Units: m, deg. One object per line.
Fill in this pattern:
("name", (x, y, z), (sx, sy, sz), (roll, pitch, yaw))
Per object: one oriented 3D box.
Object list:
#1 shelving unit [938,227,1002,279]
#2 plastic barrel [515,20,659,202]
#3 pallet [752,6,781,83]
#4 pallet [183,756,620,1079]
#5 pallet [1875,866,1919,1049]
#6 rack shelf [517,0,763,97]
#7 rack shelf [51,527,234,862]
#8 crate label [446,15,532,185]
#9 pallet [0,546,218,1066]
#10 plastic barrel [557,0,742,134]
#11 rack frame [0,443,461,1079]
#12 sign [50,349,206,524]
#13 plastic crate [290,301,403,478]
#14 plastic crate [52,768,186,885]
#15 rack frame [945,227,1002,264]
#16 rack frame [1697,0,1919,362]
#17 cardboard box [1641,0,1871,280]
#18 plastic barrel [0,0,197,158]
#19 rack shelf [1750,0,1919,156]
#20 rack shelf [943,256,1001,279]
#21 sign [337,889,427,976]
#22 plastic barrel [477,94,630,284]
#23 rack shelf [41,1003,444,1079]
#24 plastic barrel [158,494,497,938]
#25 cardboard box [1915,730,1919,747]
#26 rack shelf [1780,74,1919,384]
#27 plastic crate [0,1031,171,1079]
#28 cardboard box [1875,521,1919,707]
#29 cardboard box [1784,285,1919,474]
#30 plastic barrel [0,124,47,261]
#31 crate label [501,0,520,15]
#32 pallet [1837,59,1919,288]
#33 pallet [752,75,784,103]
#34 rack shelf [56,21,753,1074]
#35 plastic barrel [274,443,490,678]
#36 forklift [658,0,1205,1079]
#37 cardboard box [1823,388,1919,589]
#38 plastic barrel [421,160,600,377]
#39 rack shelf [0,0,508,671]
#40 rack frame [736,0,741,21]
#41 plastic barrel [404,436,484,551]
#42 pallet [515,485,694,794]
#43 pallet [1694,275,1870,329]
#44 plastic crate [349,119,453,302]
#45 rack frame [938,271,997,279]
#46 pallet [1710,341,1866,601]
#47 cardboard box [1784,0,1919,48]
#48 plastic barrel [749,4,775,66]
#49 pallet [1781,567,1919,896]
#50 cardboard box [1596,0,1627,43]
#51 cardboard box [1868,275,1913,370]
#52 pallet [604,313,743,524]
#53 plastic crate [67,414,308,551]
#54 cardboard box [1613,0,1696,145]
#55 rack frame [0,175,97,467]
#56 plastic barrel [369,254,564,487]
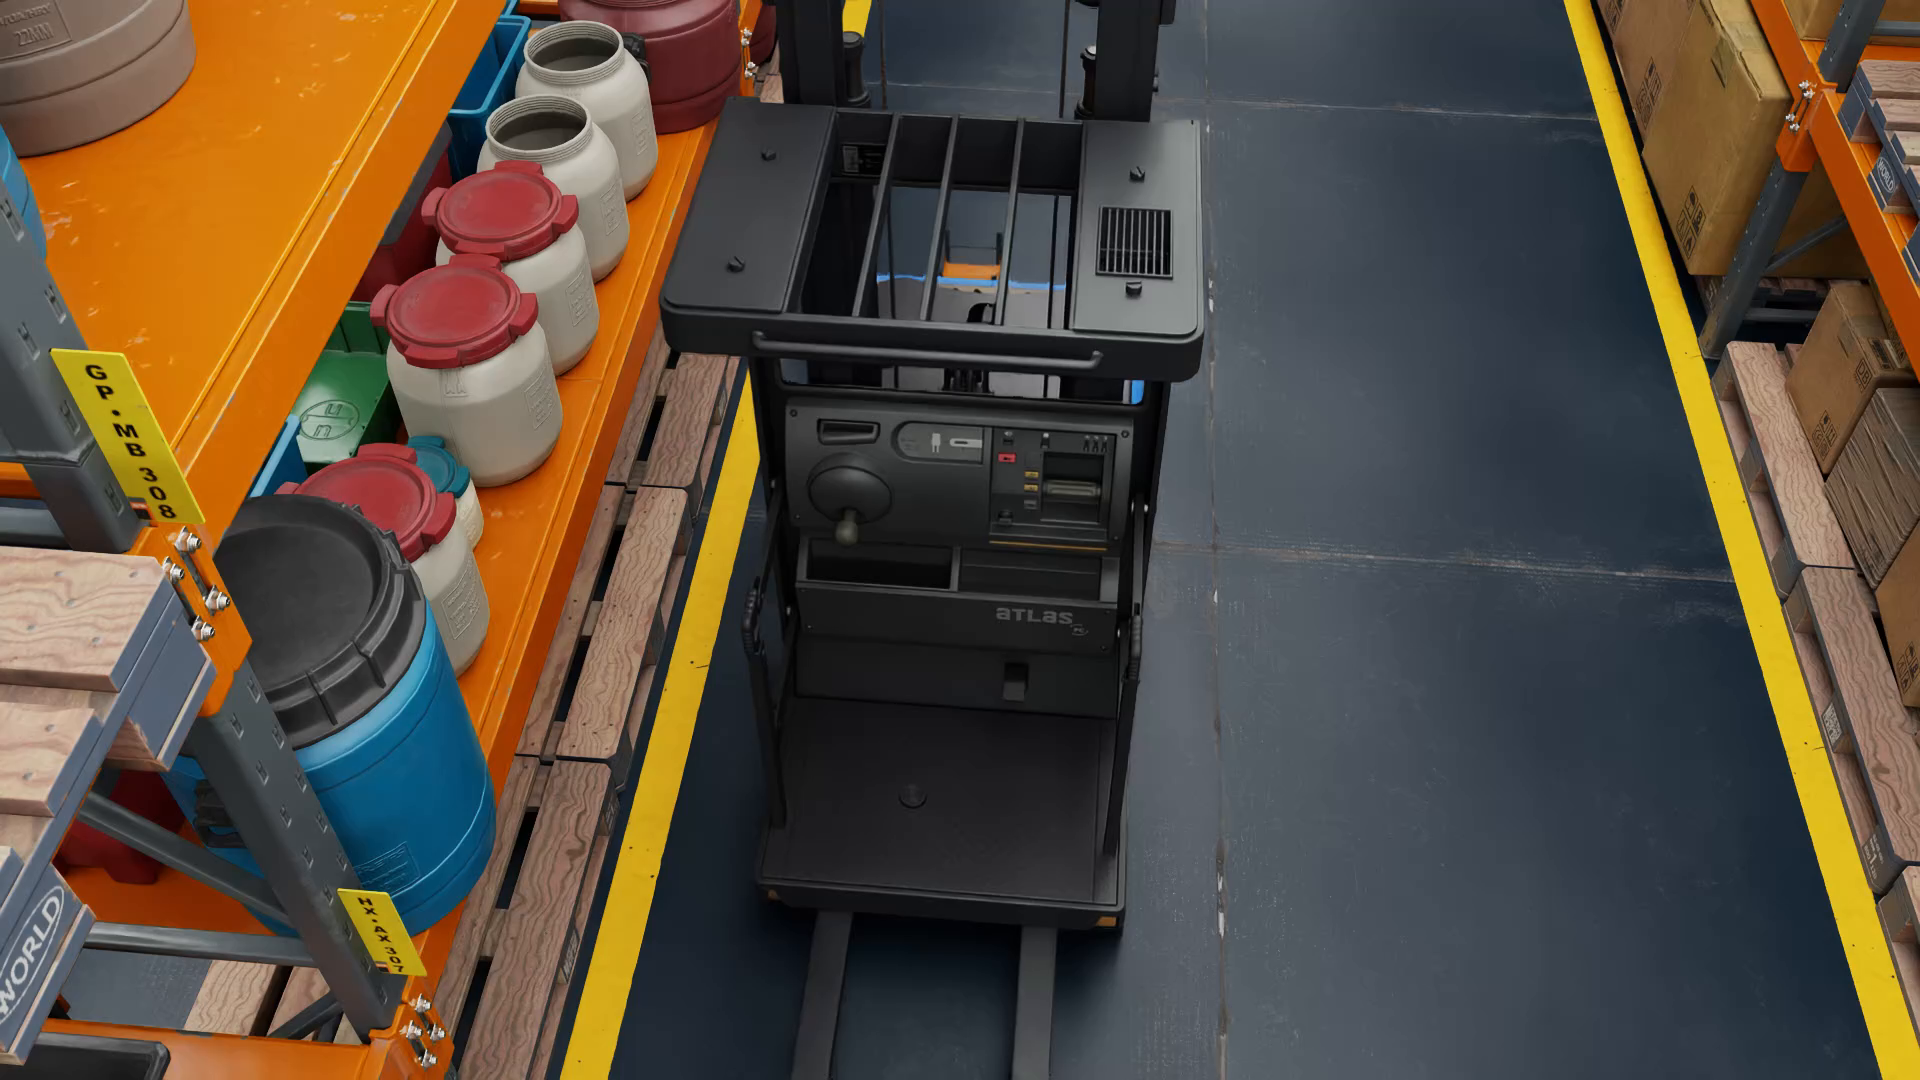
("shelving unit", (0.036, -0.644, 6.127), (0.215, 1.050, 0.252), (4, 48, 4))
("plastic barrel", (-1.211, -1.374, 5.398), (0.421, 0.512, 0.421), (0, 48, 0))
("pallet", (-1.186, -2.641, 8.523), (1.003, 0.211, 1.213), (4, 48, 4))
("pallet", (-1.662, 1.194, 5.015), (1.003, 0.211, 1.213), (4, 48, 4))
("pallet", (3.307, 1.535, 4.703), (1.003, 0.211, 1.213), (4, 48, 4))
("rack shelf", (-1.148, -3.333, 7.753), (1.077, 0.370, 4.000), (4, 48, 4))
("rack shelf", (-1.877, 1.533, 1.270), (1.077, 0.370, 4.000), (4, 48, 4))
("crate label", (-1.690, -1.406, 5.480), (0.502, 0.435, 0.616), (4, 48, 4))
("pallet", (-1.663, 0.421, 1.927), (1.213, 0.211, 1.003), (4, 48, 4))
("plastic barrel", (-1.071, -1.791, 5.763), (0.600, 0.536, 0.708), (4, 48, 4))
("rack frame", (-1.695, 0.833, 3.455), (1.000, 3.000, 0.127), (4, 48, 4))
("sign", (-1.148, -0.137, 2.304), (0.100, 0.325, 0.005), (4, 48, 4))
("plastic crate", (-1.817, -0.394, 4.721), (0.450, 0.188, 0.662), (4, 48, 4))
("plastic crate", (-1.955, 0.435, 3.776), (0.402, 0.464, 0.583), (4, 48, 4))
("rack frame", (0.047, -0.733, 6.209), (0.200, 1.050, 0.008), (4, 48, 4))
("rack frame", (3.602, -1.773, 5.839), (1.000, 3.000, 0.127), (4, 48, 4))
("cardboard box", (3.686, -1.704, 6.931), (1.225, 0.875, 0.875), (2, 48, 2))
("plastic barrel", (-1.805, -1.217, 2.958), (0.600, 0.901, 0.600), (0, 48, 0))
("rack shelf", (3.784, -3.000, 7.449), (1.077, 0.370, 4.000), (4, 48, 4))
("rack shelf", (0.036, -0.828, 5.926), (0.215, 0.259, 0.240), (4, 48, 4))
("sign", (-1.148, 0.785, 3.312), (0.100, 0.325, 0.005), (4, 48, 4))
("plastic barrel", (-1.250, -1.064, 5.115), (0.421, 0.512, 0.421), (0, 48, 0))
("rack shelf", (-1.877, 2.545, 2.377), (1.077, 0.370, 4.000), (4, 48, 4))
("plastic barrel", (-1.358, 0.400, 3.511), (0.600, 0.901, 0.708), (4, 48, 4))
("cardboard box", (3.428, 0.651, 5.018), (0.700, 0.500, 0.500), (0, 48, 0))
("rack shelf", (3.420, -0.061, 4.760), (1.077, 0.370, 4.000), (4, 48, 4))
("plastic crate", (-1.869, 1.230, 3.134), (0.767, 0.338, 0.504), (4, 48, 4))
("cardboard box", (3.478, 0.241, 5.393), (0.700, 0.500, 0.500), (7, 48, 7))
("cardboard box", (3.561, -0.584, 6.148), (0.700, 0.500, 0.500), (2, 48, 1))
("plastic barrel", (-1.865, -0.737, 2.519), (0.600, 0.901, 0.708), (4, 48, 4))
("crate label", (-1.742, -1.766, 5.945), (0.303, 0.233, 0.416), (4, 48, 4))
("pallet", (3.643, -1.178, 5.424), (1.213, 0.211, 1.003), (4, 48, 4))
("pallet", (-1.300, -1.747, 7.705), (1.003, 0.211, 1.213), (4, 48, 4))
("rack shelf", (-1.512, -0.394, 5.065), (1.077, 0.370, 4.000), (4, 48, 4))
("plastic barrel", (-1.389, 0.099, 4.035), (0.433, 0.535, 0.433), (0, 48, 0))
("forklift", (-0.024, -0.064, 4.322), (1.130, 2.935, 3.031), (4, 48, 4))
("cardboard box", (3.523, -0.176, 5.774), (0.700, 0.500, 0.500), (0, 48, 0))
("plastic barrel", (-1.283, -0.758, 4.819), (0.433, 0.535, 0.433), (0, 48, 0))
("rack shelf", (-1.512, -1.406, 3.958), (1.077, 0.370, 4.000), (4, 48, 4))
("rack frame", (-1.330, -2.106, 6.144), (1.000, 3.000, 0.127), (4, 48, 4))
("plastic barrel", (-1.421, -0.083, 4.387), (0.301, 0.262, 0.301), (0, 48, 0))
("pallet", (-1.553, 0.295, 5.837), (1.003, 0.211, 1.213), (4, 48, 4))
("pallet", (3.749, -1.406, 7.393), (1.003, 0.211, 1.213), (4, 48, 4))
("plastic crate", (-1.782, -0.961, 5.053), (0.402, 0.464, 0.583), (4, 48, 4))
("rack frame", (0.025, -0.554, 6.045), (0.200, 1.050, 0.008), (4, 48, 4))
("pallet", (3.529, -0.258, 6.343), (1.003, 0.211, 1.213), (4, 48, 4))
("cardboard box", (3.400, -2.186, 6.149), (0.500, 0.500, 0.500), (5, 48, 5))
("plastic barrel", (-1.200, -2.625, 7.967), (0.600, 0.588, 0.708), (4, 48, 4))
("pallet", (3.416, 0.636, 5.525), (1.003, 0.211, 1.213), (4, 48, 4))
("cardboard box", (3.848, -3.009, 8.125), (1.225, 0.875, 0.875), (2, 48, 2))
("cardboard box", (3.571, -0.837, 5.870), (0.500, 0.250, 0.500), (6, 48, 5))
("pallet", (-1.439, -0.599, 6.654), (1.003, 0.211, 1.213), (4, 48, 4))
("plastic crate", (-1.904, 0.007, 4.222), (0.392, 0.384, 0.575), (4, 48, 4))
("cardboard box", (3.775, -2.358, 7.529), (1.225, 0.875, 0.875), (4, 48, 4))
("rack frame", (-1.695, -1.192, 1.242), (1.000, 3.000, 0.127), (4, 48, 4))
("plastic barrel", (-1.322, -0.440, 4.528), (0.433, 0.535, 0.433), (0, 48, 0))
